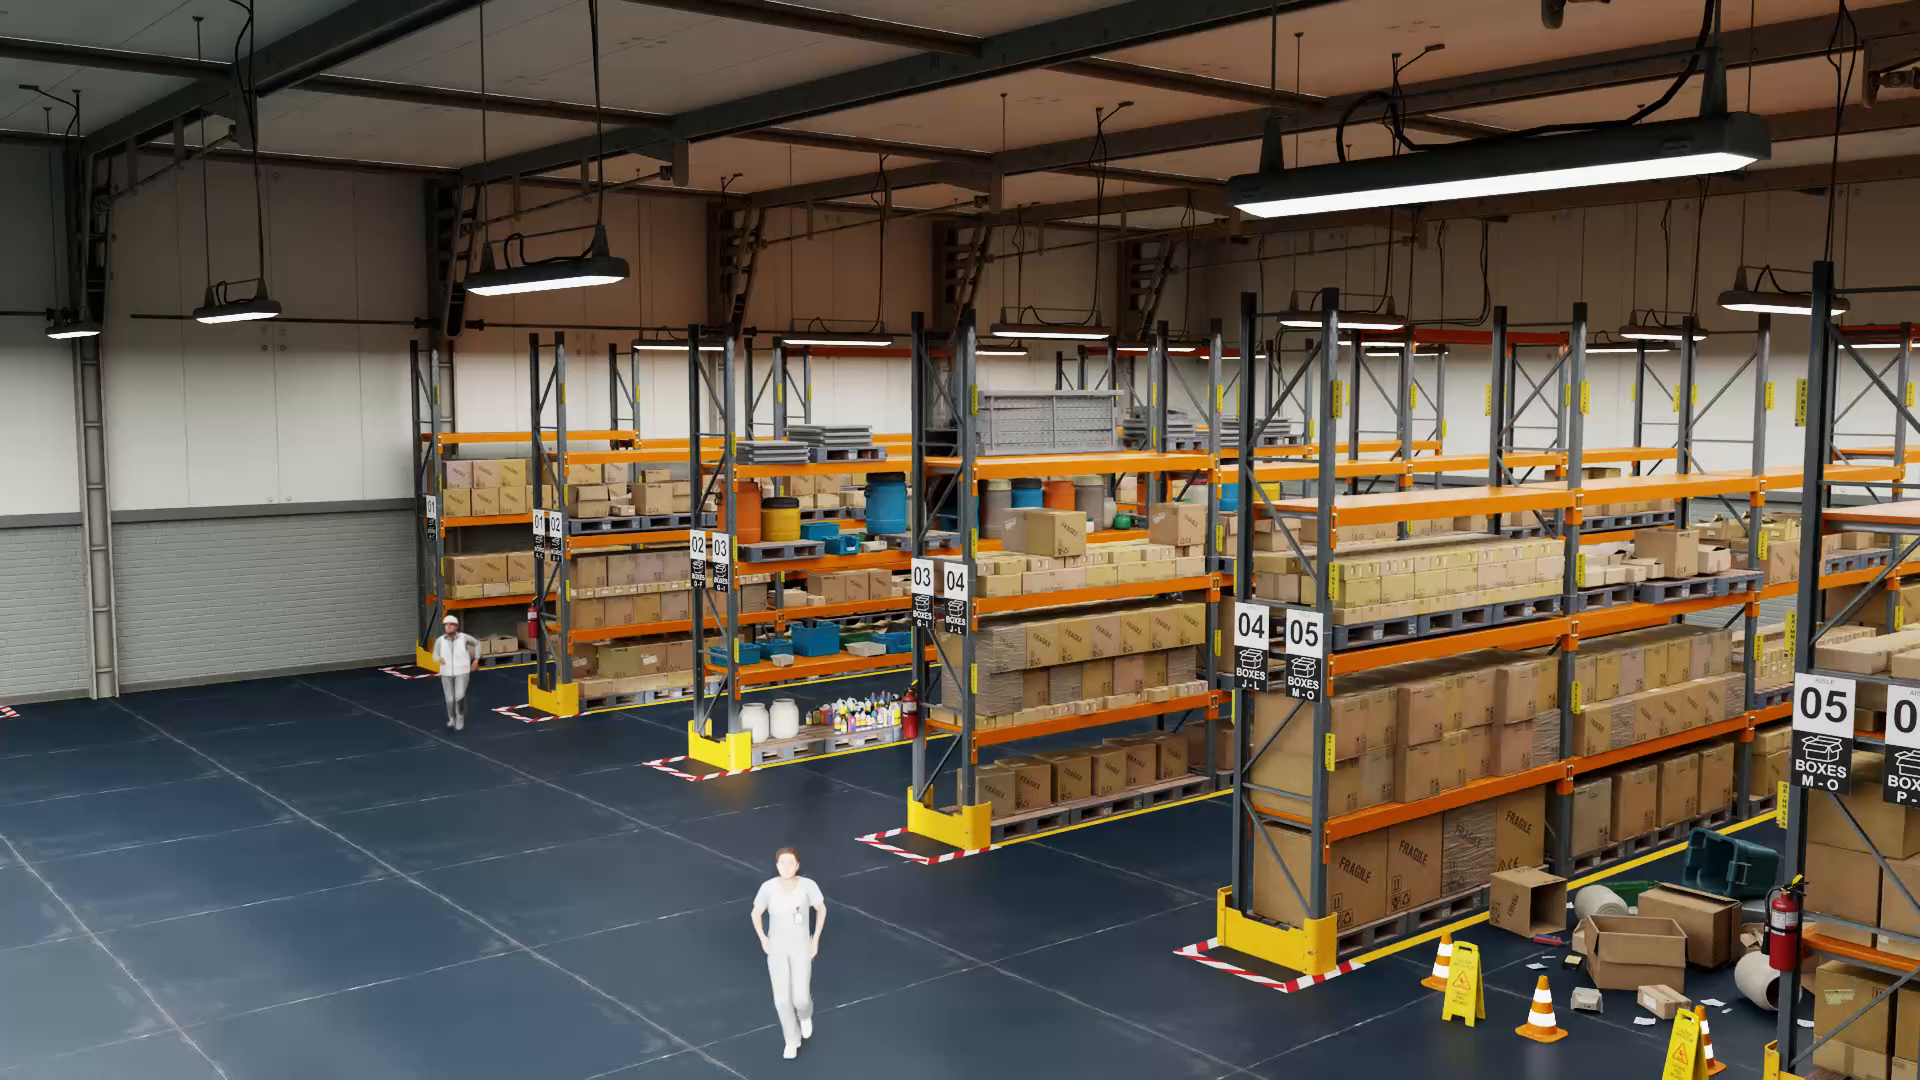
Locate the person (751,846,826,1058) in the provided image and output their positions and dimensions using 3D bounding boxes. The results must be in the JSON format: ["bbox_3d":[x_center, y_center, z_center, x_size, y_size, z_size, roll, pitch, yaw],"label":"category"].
[{"bbox_3d":[-1.328,3.166,12.877,0.575,1.636,0.554,0,5,1],"label":"person"}]

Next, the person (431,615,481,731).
[{"bbox_3d":[-7.521,1.984,24.814,0.670,1.741,0.842,0,5,-5],"label":"person"}]
